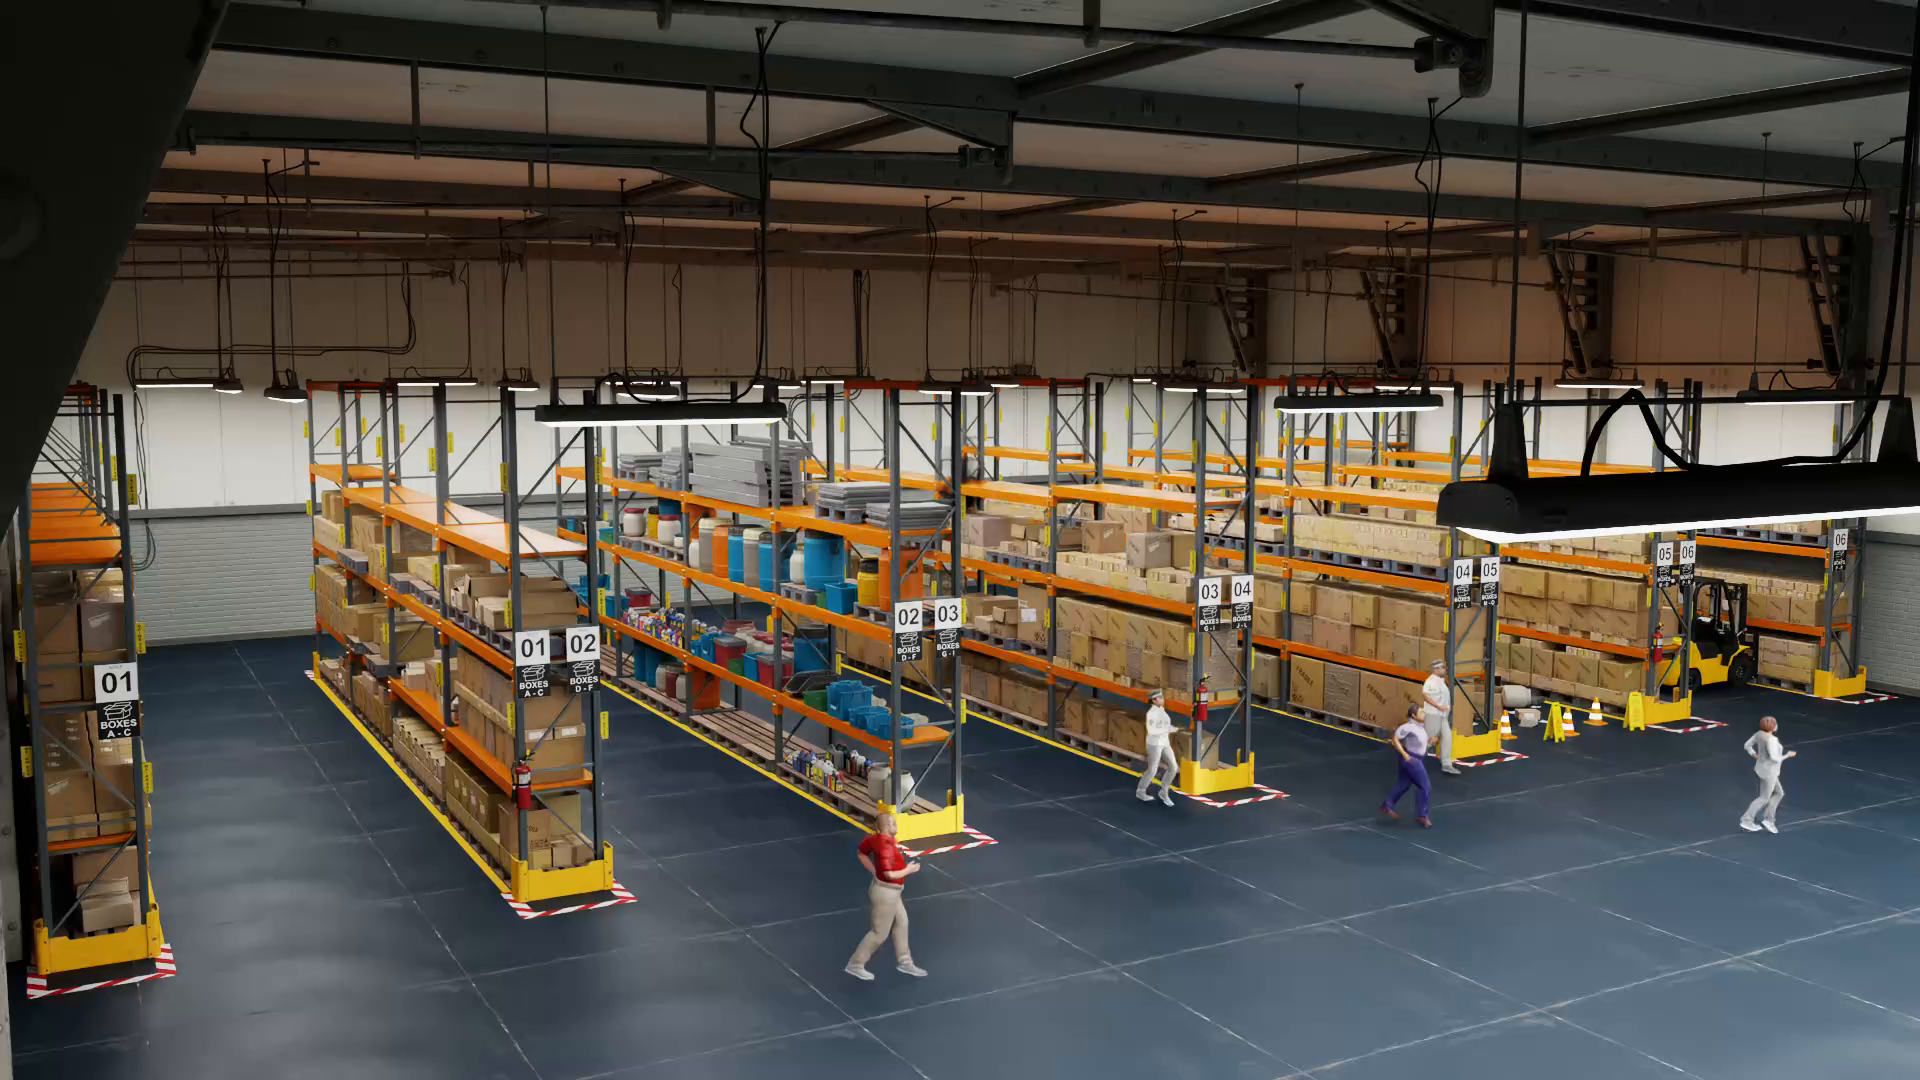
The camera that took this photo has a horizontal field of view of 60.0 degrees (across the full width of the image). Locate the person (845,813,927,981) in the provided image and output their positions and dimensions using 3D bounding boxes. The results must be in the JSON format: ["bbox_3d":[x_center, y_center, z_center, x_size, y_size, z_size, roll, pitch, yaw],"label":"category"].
[{"bbox_3d":[-0.759,3.649,16.978,0.871,1.749,0.660,-1,6,-11],"label":"person"}]

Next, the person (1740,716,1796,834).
[{"bbox_3d":[10.848,3.174,22.330,0.655,1.621,0.514,1,6,8],"label":"person"}]

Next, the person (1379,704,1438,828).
[{"bbox_3d":[6.183,3.107,22.895,0.764,1.699,0.576,2,6,17],"label":"person"}]

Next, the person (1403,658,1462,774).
[{"bbox_3d":[7.416,2.711,25.880,0.943,1.741,0.726,4,7,34],"label":"person"}]

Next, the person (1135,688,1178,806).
[{"bbox_3d":[2.843,2.965,23.810,0.687,1.739,0.595,4,7,36],"label":"person"}]
